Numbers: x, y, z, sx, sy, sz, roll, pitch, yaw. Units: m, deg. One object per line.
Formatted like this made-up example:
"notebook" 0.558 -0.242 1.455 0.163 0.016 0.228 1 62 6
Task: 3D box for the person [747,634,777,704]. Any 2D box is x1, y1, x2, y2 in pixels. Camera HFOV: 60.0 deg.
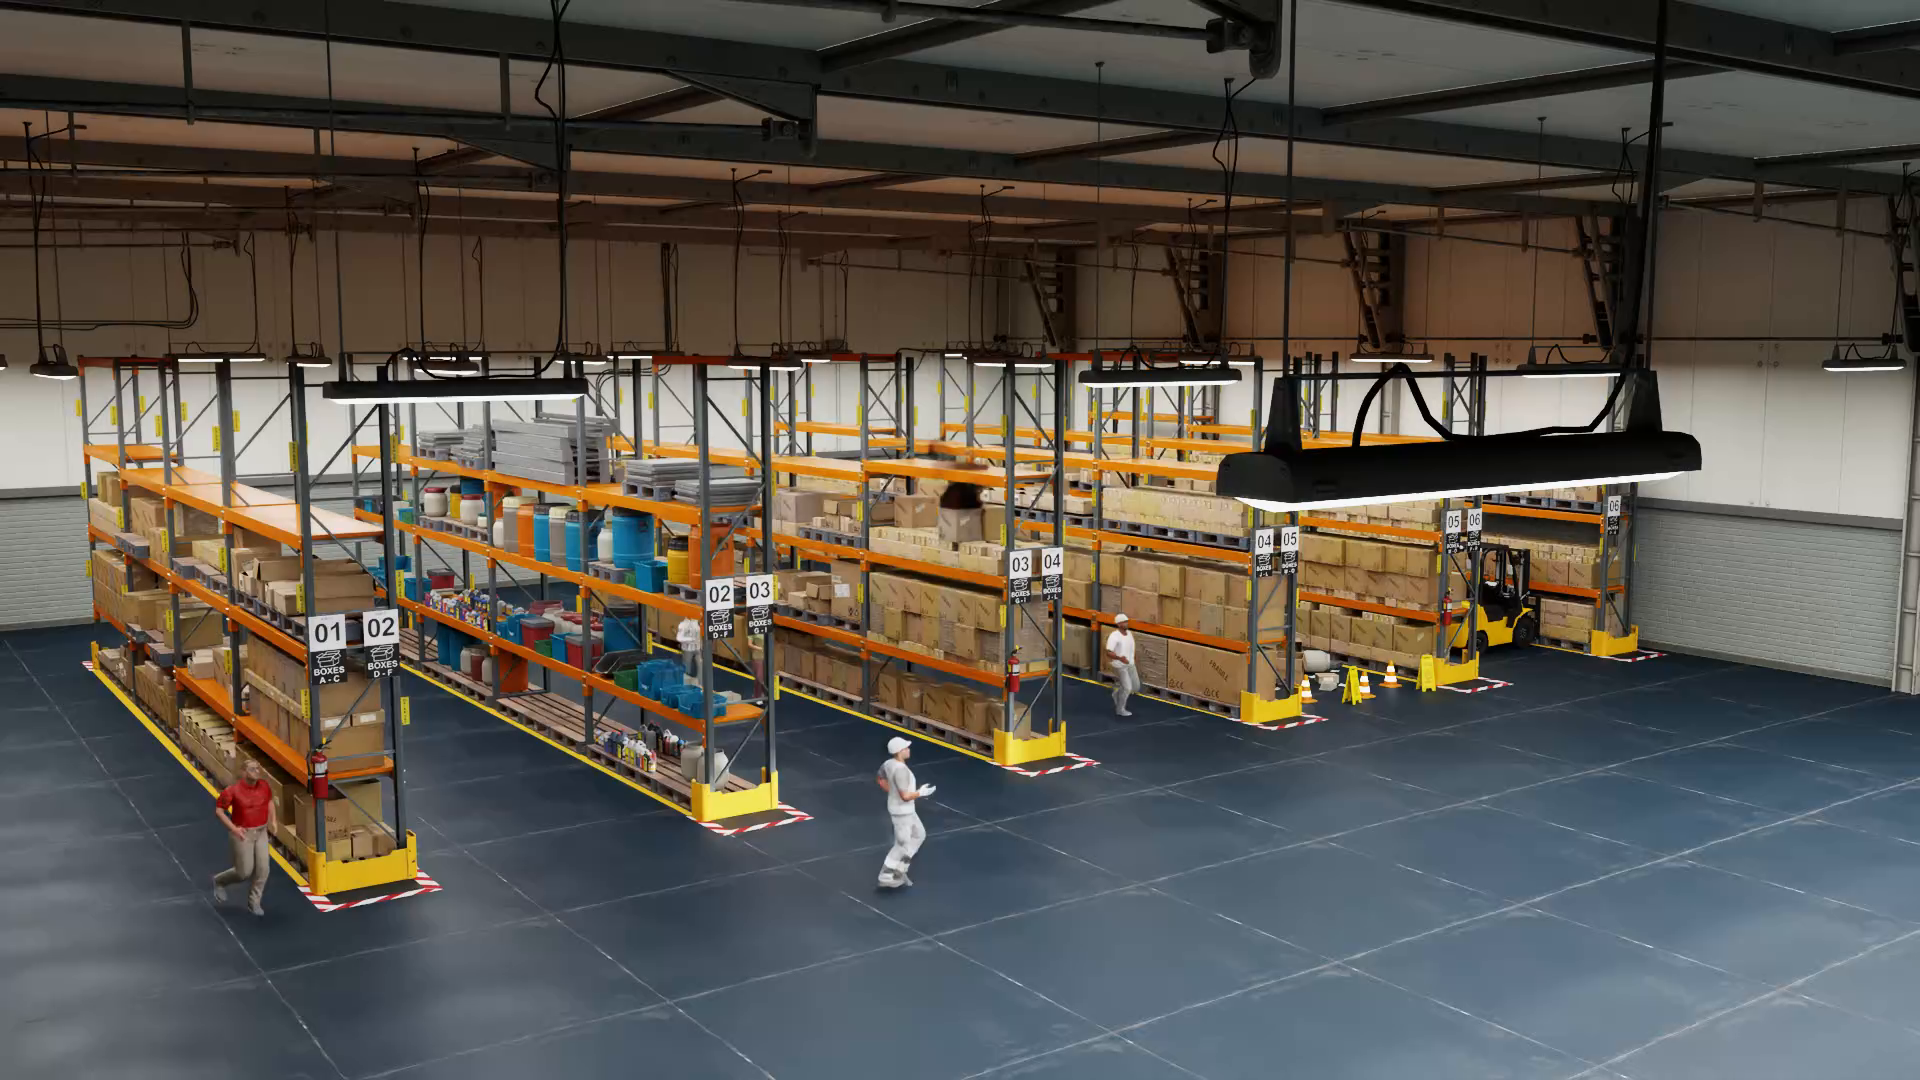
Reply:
"person" -3.380 2.038 28.652 0.596 1.643 0.609 -5 8 -34

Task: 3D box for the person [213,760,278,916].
"person" -7.921 3.292 18.494 0.679 1.734 0.700 4 8 30

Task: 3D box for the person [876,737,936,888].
"person" -0.624 3.140 19.118 0.661 1.800 0.633 -1 7 -9

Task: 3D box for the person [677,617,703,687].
"person" -4.698 1.947 29.093 0.920 1.702 0.612 7 10 44

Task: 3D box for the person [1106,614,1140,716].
"person" 2.747 2.096 27.928 0.601 1.717 0.695 6 9 42
